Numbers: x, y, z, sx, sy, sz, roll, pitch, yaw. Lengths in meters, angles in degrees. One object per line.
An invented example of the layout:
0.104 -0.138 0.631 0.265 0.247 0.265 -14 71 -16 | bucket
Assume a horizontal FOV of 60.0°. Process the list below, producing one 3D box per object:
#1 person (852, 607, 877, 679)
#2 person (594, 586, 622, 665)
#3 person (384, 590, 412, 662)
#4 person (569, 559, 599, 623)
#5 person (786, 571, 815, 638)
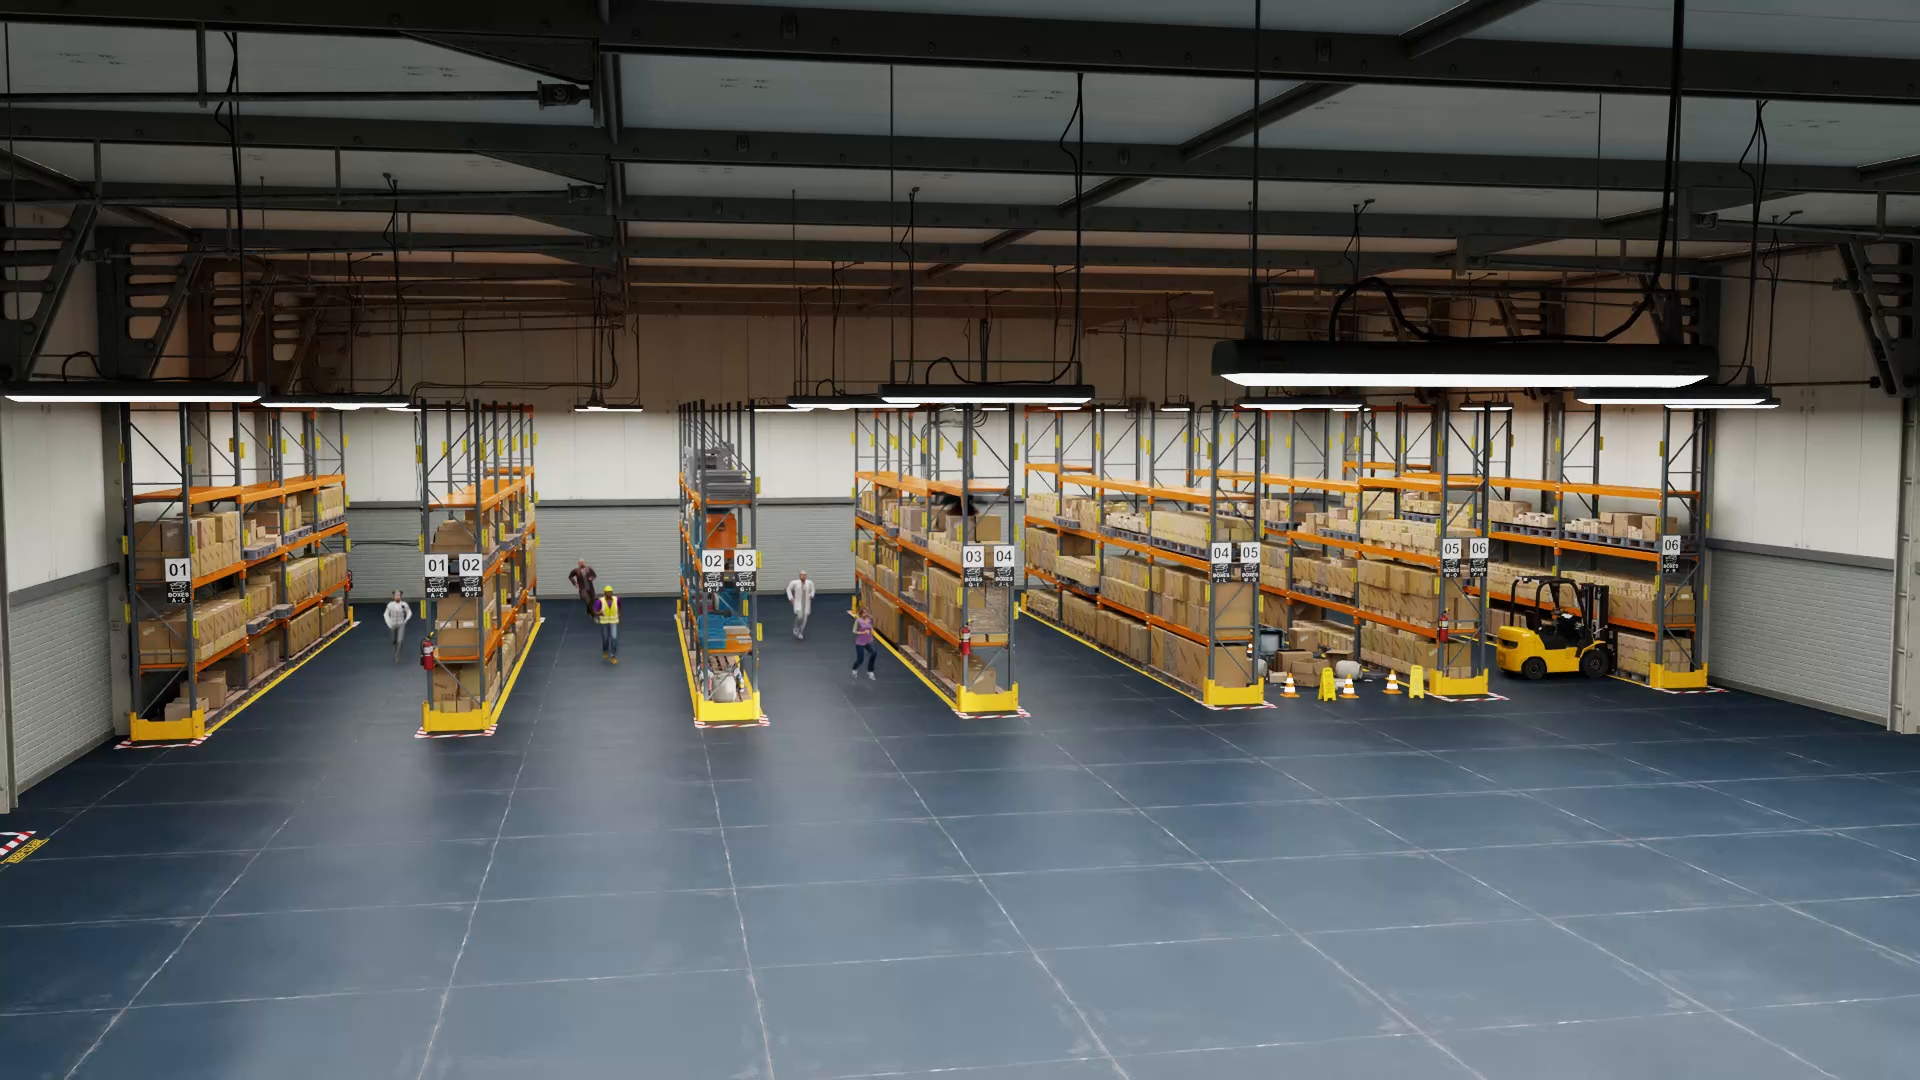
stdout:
-2.031 2.143 34.774 0.565 1.498 0.796 -3 5 -30 | person
-8.117 1.938 38.359 0.640 1.796 0.890 -1 4 -14 | person
-13.125 1.982 38.858 0.623 1.664 0.710 -1 4 -11 | person
-10.368 1.387 45.843 0.714 1.774 0.978 -3 5 -32 | person
-4.023 1.653 42.450 0.713 1.735 0.638 -2 5 -22 | person
